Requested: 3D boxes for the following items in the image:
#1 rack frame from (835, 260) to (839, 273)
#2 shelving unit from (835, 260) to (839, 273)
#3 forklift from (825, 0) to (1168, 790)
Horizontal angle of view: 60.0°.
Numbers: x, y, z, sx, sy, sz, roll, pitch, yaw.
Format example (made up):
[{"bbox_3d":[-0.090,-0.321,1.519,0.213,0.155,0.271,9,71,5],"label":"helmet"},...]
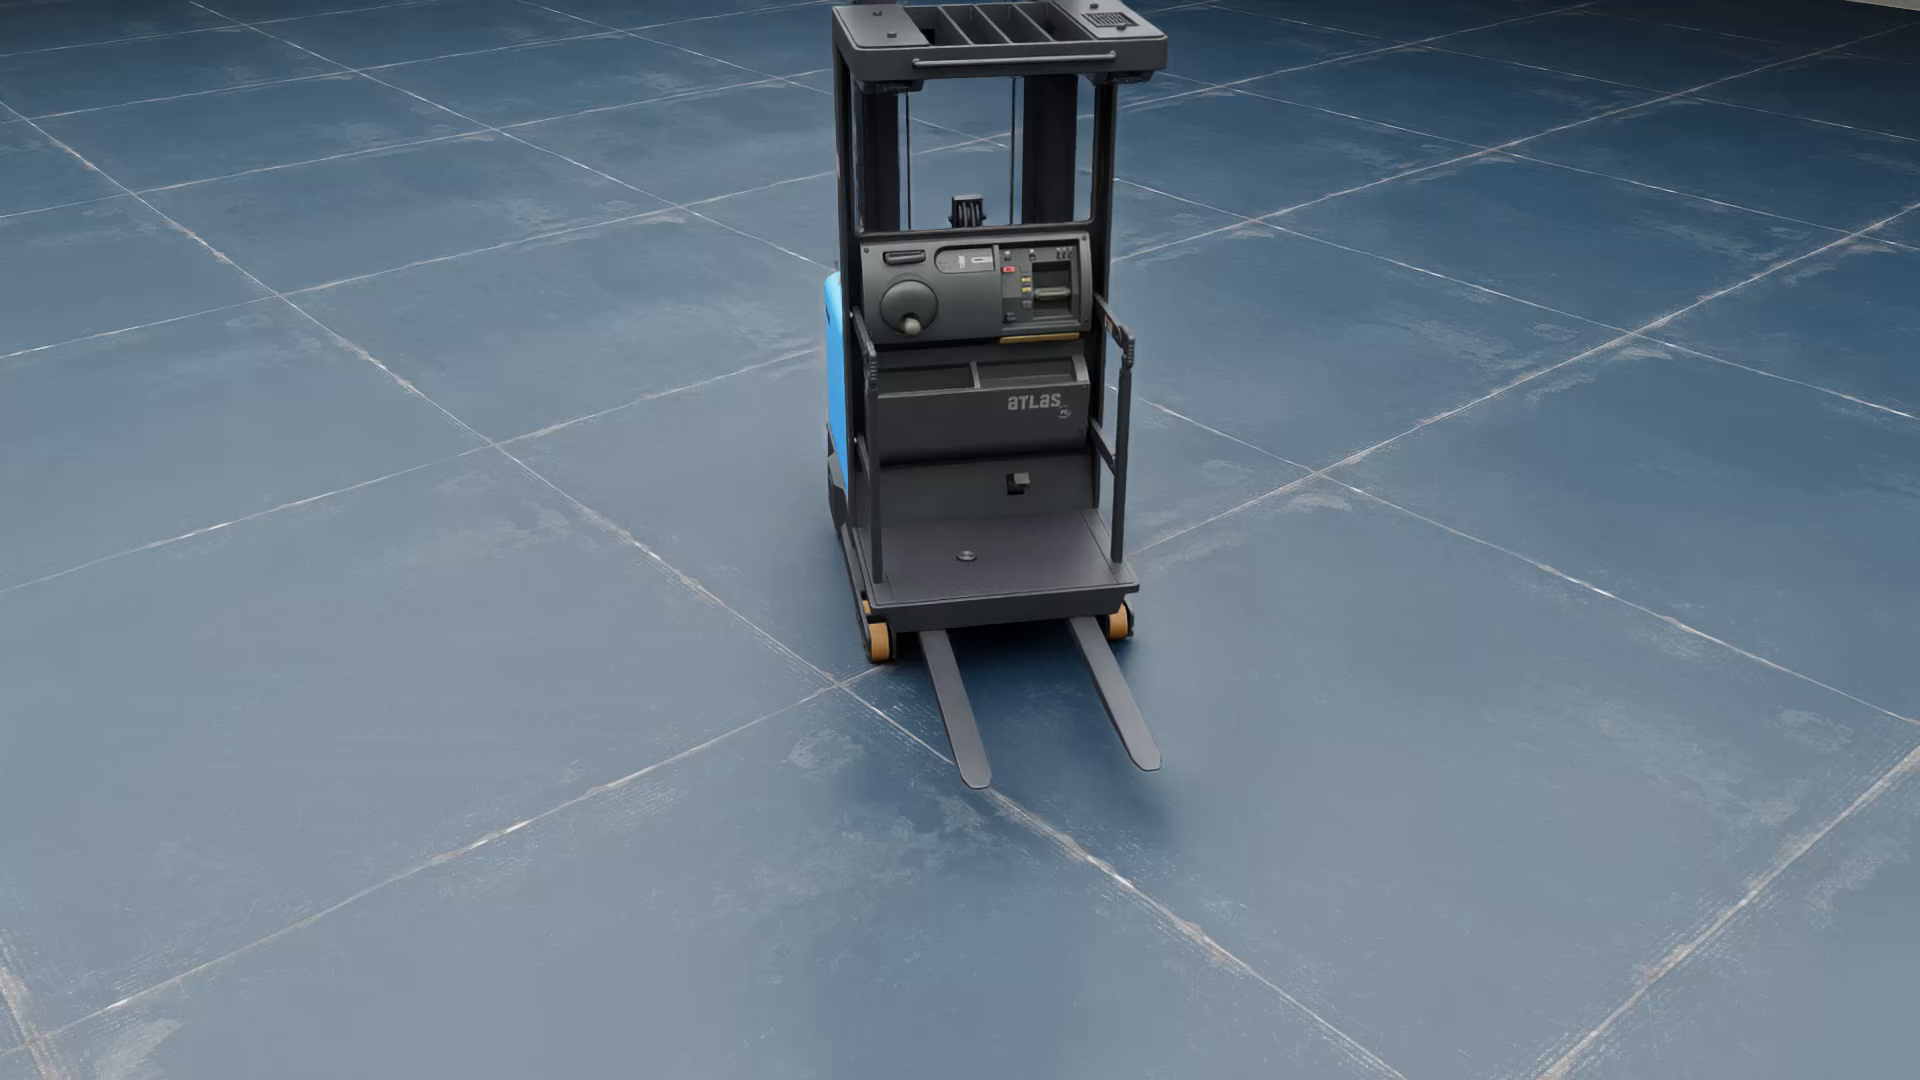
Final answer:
[{"bbox_3d":[-0.520,-0.865,8.252,0.200,1.050,0.008,18,33,31],"label":"rack frame"},{"bbox_3d":[-0.448,-0.911,8.339,0.215,1.050,0.252,18,33,31],"label":"shelving unit"},{"bbox_3d":[0.108,-0.976,6.466,1.130,2.935,3.031,-5,28,-9],"label":"forklift"}]
